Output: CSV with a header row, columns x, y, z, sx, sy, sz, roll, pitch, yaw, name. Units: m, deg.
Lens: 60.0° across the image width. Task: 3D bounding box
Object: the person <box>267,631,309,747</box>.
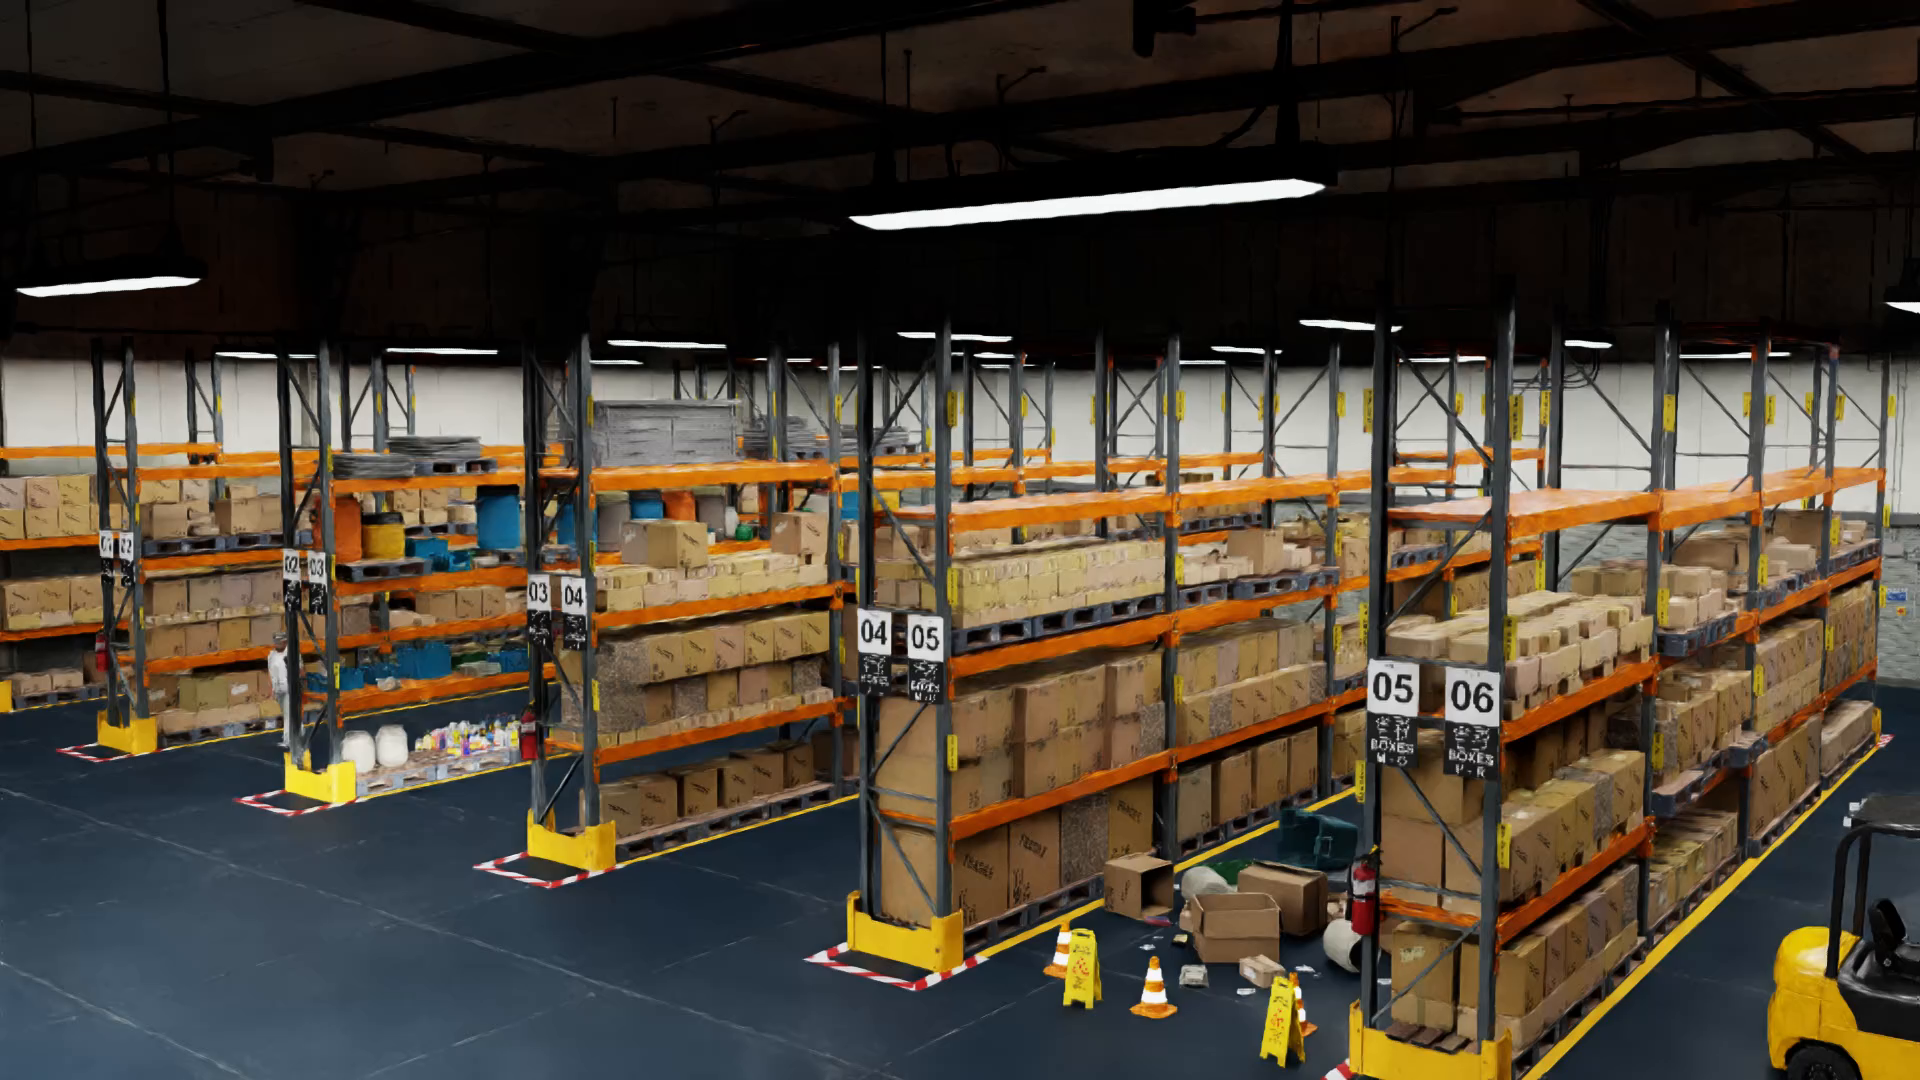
x,y,z,sx,sy,sz,roll,pitch,yaw,name
-9.963,2.177,24.585,0.586,1.711,0.972,1,5,15,person
